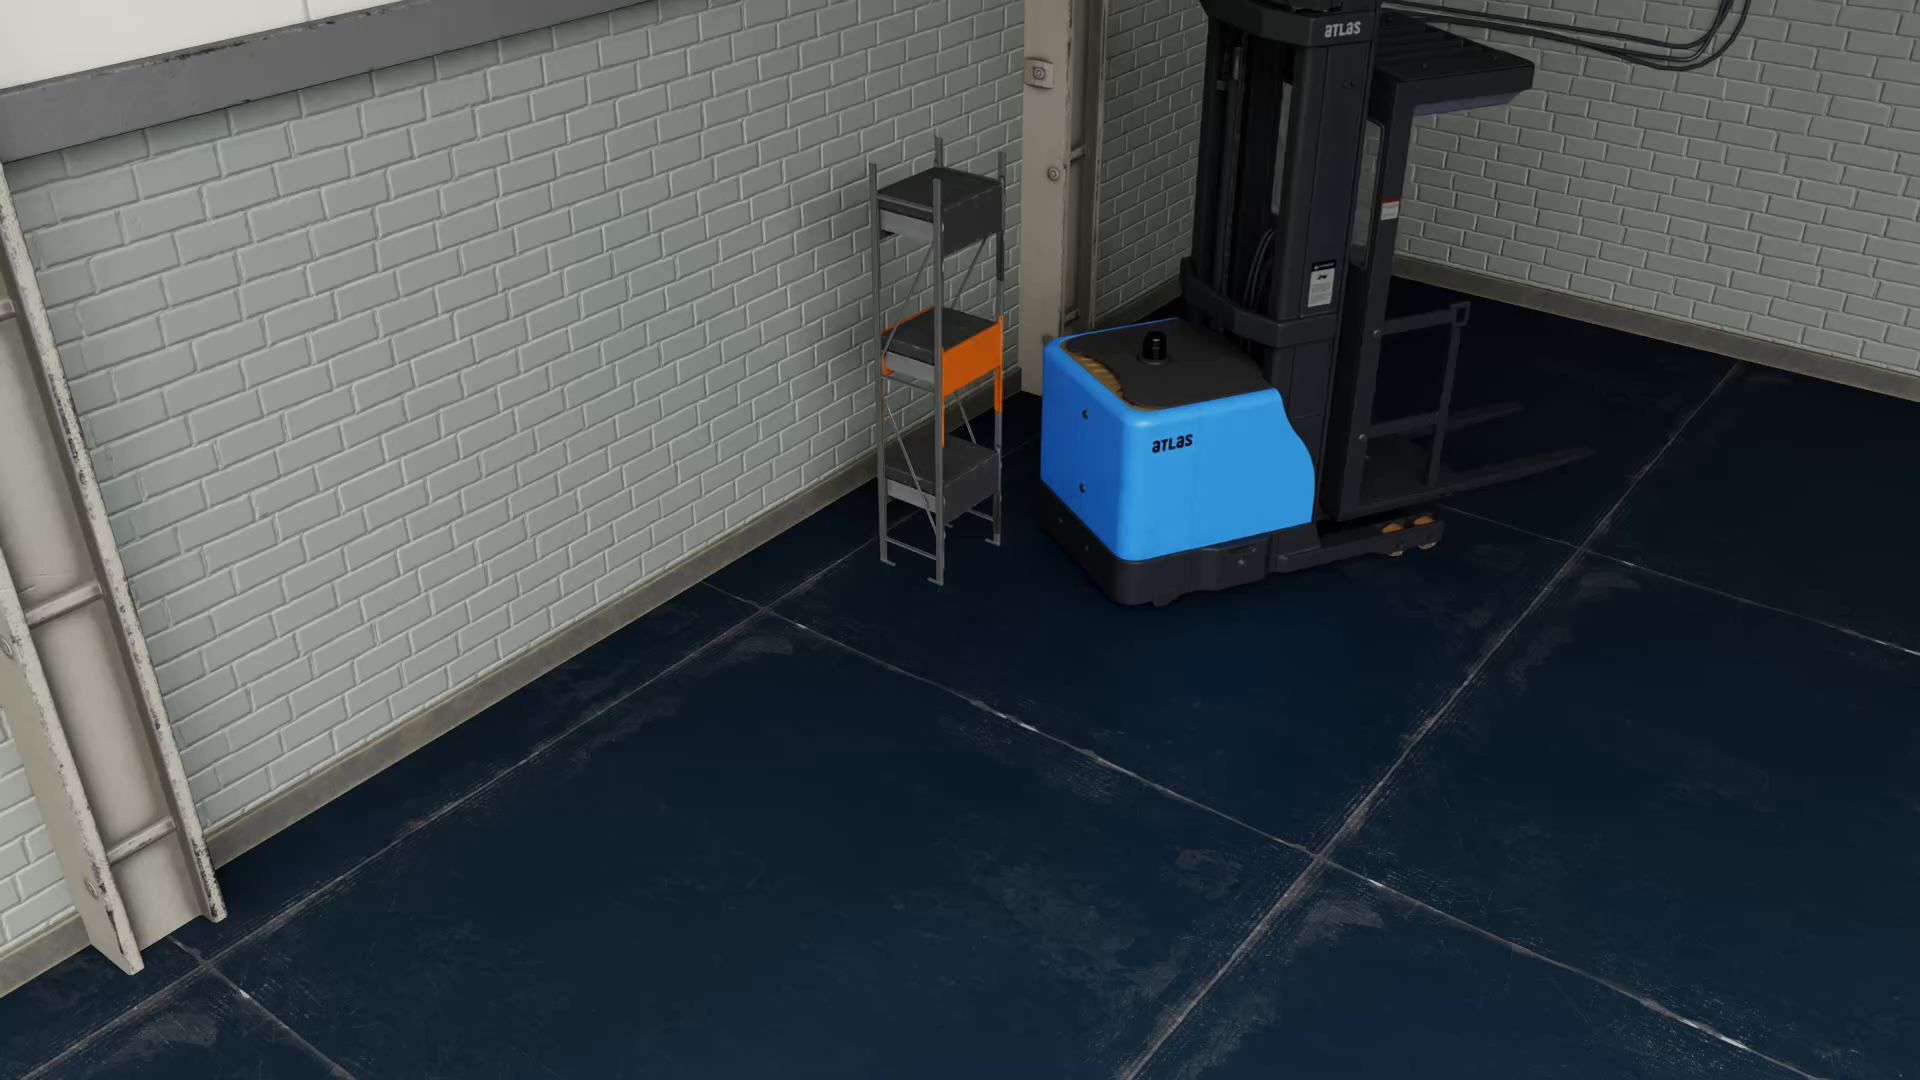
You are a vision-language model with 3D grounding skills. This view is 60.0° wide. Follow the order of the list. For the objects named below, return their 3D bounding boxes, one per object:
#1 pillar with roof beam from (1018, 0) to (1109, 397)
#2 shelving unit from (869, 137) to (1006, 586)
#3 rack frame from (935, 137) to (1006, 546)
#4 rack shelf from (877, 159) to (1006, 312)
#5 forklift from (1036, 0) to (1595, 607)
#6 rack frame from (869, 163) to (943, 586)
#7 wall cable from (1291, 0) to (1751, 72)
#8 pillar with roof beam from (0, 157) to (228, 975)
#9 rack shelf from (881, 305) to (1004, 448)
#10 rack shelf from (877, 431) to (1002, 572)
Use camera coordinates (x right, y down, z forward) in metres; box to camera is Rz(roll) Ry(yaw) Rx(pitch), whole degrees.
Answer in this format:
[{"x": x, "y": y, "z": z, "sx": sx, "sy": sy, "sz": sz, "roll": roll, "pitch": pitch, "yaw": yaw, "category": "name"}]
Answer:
[{"x": 4.025, "y": -3.523, "z": 5.868, "sx": 9.100, "sy": 9.000, "sz": 0.400, "roll": 21, "pitch": 37, "yaw": 31, "category": "pillar with roof beam"}, {"x": -0.100, "y": -0.836, "z": 8.101, "sx": 0.431, "sy": 2.100, "sz": 0.503, "roll": 21, "pitch": 37, "yaw": 31, "category": "shelving unit"}, {"x": 0.047, "y": -0.935, "z": 8.268, "sx": 0.400, "sy": 2.100, "sz": 0.015, "roll": 21, "pitch": 37, "yaw": 31, "category": "rack frame"}, {"x": -0.100, "y": -1.426, "z": 7.751, "sx": 0.431, "sy": 0.518, "sz": 0.480, "roll": 21, "pitch": 37, "yaw": 31, "category": "rack shelf"}, {"x": 1.970, "y": -1.412, "z": 8.258, "sx": 3.031, "sy": 2.935, "sz": 1.130, "roll": -12, "pitch": 33, "yaw": -20, "category": "forklift"}, {"x": -0.247, "y": -0.737, "z": 7.934, "sx": 0.400, "sy": 2.100, "sz": 0.015, "roll": 21, "pitch": 37, "yaw": 31, "category": "rack frame"}, {"x": 3.426, "y": -4.302, "z": 10.229, "sx": 3.097, "sy": 2.526, "sz": 0.112, "roll": 21, "pitch": 37, "yaw": 31, "category": "wall cable"}, {"x": 0.404, "y": -1.084, "z": 1.752, "sx": 9.100, "sy": 9.000, "sz": 0.400, "roll": 21, "pitch": 37, "yaw": 31, "category": "pillar with roof beam"}, {"x": -0.100, "y": -0.824, "z": 8.108, "sx": 0.431, "sy": 0.518, "sz": 0.480, "roll": 21, "pitch": 37, "yaw": 31, "category": "rack shelf"}, {"x": -0.100, "y": -0.222, "z": 8.465, "sx": 0.431, "sy": 0.518, "sz": 0.480, "roll": 21, "pitch": 37, "yaw": 31, "category": "rack shelf"}]
